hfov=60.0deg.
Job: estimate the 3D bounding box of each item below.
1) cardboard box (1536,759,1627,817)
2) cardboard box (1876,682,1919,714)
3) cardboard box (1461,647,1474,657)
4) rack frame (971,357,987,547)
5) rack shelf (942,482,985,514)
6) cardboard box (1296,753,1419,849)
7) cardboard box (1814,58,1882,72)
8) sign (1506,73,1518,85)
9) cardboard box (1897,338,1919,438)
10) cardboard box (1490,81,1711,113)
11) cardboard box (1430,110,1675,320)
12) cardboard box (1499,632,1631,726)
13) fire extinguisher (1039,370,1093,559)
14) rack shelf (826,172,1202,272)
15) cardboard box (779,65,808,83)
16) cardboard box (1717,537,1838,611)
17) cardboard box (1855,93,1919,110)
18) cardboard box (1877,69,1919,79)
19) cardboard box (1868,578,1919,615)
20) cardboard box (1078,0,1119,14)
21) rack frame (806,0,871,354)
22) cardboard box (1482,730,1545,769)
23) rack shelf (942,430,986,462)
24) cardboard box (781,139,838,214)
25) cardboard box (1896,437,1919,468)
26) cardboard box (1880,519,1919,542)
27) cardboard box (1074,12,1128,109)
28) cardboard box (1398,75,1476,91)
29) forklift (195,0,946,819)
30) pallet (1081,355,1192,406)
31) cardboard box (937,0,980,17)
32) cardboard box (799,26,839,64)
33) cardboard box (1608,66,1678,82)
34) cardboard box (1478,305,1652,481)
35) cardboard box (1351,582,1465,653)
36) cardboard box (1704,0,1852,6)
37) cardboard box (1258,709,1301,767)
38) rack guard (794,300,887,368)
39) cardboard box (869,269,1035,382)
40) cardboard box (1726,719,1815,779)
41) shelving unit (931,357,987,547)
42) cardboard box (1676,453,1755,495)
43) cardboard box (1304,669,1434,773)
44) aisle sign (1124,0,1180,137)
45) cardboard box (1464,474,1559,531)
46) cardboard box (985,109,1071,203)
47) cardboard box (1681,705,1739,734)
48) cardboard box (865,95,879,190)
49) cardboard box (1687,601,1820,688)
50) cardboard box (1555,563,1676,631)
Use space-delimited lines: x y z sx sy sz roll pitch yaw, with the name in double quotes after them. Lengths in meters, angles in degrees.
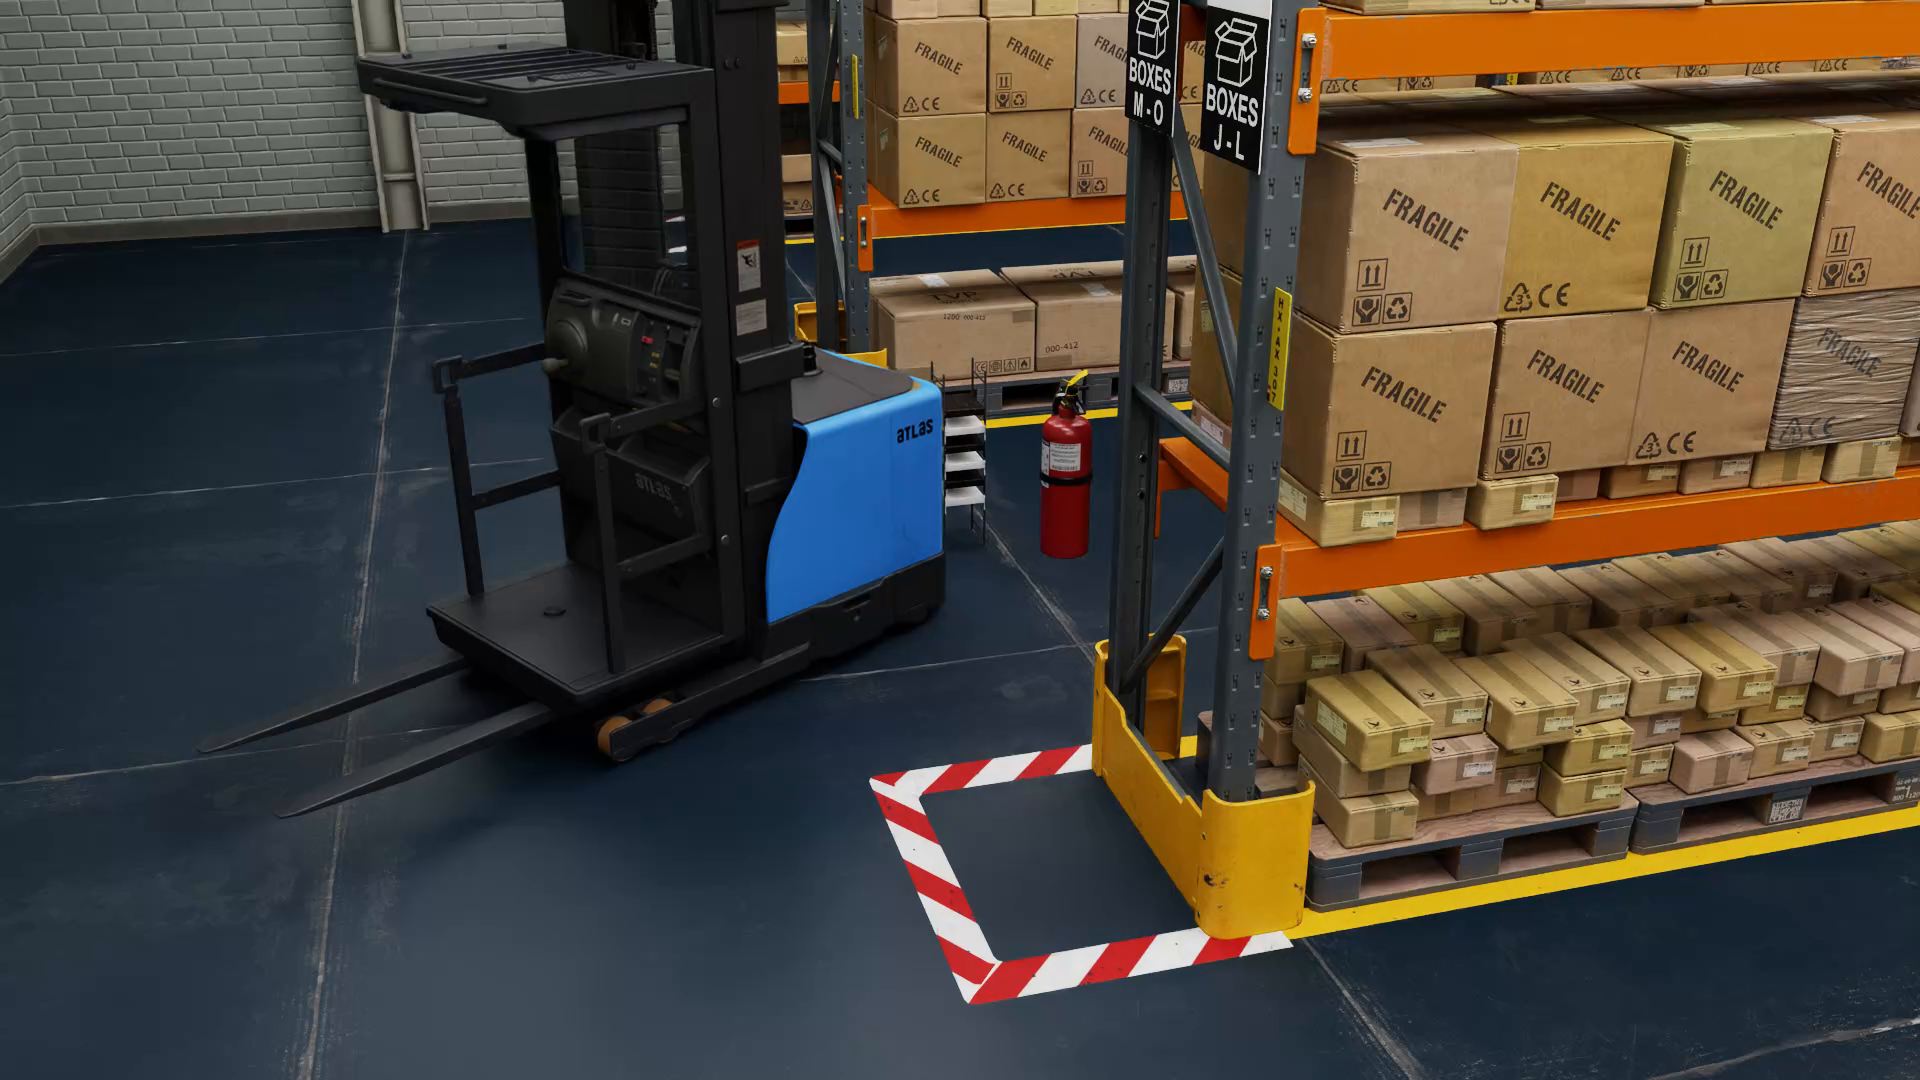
2.063 0.776 5.719 0.250 0.149 0.380 -6 24 -14 "cardboard box"
3.344 0.469 6.059 0.250 0.149 0.380 -6 24 -13 "cardboard box"
1.947 0.437 6.132 0.250 0.149 0.380 -7 24 -15 "cardboard box"
0.090 -0.424 8.096 0.006 0.900 0.240 -6 24 -14 "rack frame"
-0.008 -0.217 8.155 0.200 0.077 0.258 -6 24 -14 "rack shelf"
1.320 0.850 5.548 0.250 0.149 0.380 -6 24 -13 "cardboard box"
5.598 -3.296 10.733 0.500 0.500 0.500 -6 24 -14 "cardboard box"
3.297 -2.851 9.892 0.005 0.325 0.100 -6 24 -14 "sign"
3.211 -0.675 5.516 0.500 0.500 0.500 -6 24 -15 "cardboard box"
2.088 -1.231 5.543 0.500 0.500 0.500 -5 24 -12 "cardboard box"
1.717 -0.978 4.953 0.500 0.500 0.500 -6 24 -13 "cardboard box"
2.052 0.473 5.672 0.250 0.149 0.380 -8 24 -17 "cardboard box"
0.362 -0.274 5.656 0.183 0.674 0.296 -6 24 -14 "fire extinguisher"
1.220 -2.084 10.215 4.000 0.370 1.077 -6 24 -14 "rack shelf"
-1.427 -3.946 13.960 0.250 0.149 0.380 -6 24 -13 "cardboard box"
3.169 0.128 6.476 0.250 0.149 0.380 -6 24 -13 "cardboard box"
3.208 -1.142 5.335 0.500 0.500 0.500 -6 24 -13 "cardboard box"
3.585 -1.384 5.900 0.500 0.500 0.500 -7 24 -16 "cardboard box"
3.564 0.291 6.096 0.250 0.149 0.380 -6 24 -13 "cardboard box"
0.713 -3.060 9.359 0.250 0.149 0.380 -6 24 -14 "cardboard box"
-0.705 -2.201 9.576 0.127 3.000 1.000 -6 24 -14 "rack frame"
1.794 0.622 5.702 0.250 0.149 0.380 -6 24 -14 "cardboard box"
-0.008 -0.465 8.048 0.200 0.077 0.258 -6 24 -14 "rack shelf"
-1.435 -3.160 14.445 0.637 0.503 0.797 -7 24 -16 "cardboard box"
3.109 -0.384 5.660 0.250 0.149 0.380 -7 24 -15 "cardboard box"
3.912 0.050 6.658 0.250 0.149 0.380 -5 24 -12 "cardboard box"
0.823 -2.765 9.496 0.500 0.500 0.500 -6 24 -15 "cardboard box"
2.766 -2.978 9.991 0.500 0.500 0.500 -7 24 -15 "cardboard box"
-1.448 -0.737 6.251 1.130 2.935 3.031 21 31 40 "forklift"
1.216 -1.163 10.693 1.213 0.211 1.003 -6 24 -14 "pallet"
-0.056 -2.993 9.203 0.250 0.149 0.380 -6 24 -13 "cardboard box"
-1.055 -4.153 13.938 0.500 0.250 0.500 -6 24 -14 "cardboard box"
4.130 -3.135 10.358 0.500 0.500 0.500 -6 24 -15 "cardboard box"
1.744 -0.525 5.166 0.500 0.500 0.500 -6 24 -14 "cardboard box"
1.643 0.278 6.127 0.250 0.149 0.380 -7 24 -16 "cardboard box"
2.231 -1.707 4.811 0.500 0.250 0.500 -7 24 -16 "cardboard box"
1.180 0.649 6.016 0.250 0.149 0.380 -6 24 -13 "cardboard box"
-0.729 -1.050 10.063 0.348 0.500 1.175 -6 24 -14 "rack guard"
-0.097 -1.325 10.251 0.875 0.438 0.875 -7 24 -16 "cardboard box"
2.806 0.680 5.944 0.250 0.149 0.380 -6 24 -14 "cardboard box"
-0.008 -0.413 8.071 0.210 0.900 0.258 -6 24 -14 "shelving unit"
2.362 -0.293 5.448 0.250 0.149 0.380 -7 24 -15 "cardboard box"
1.325 0.584 5.413 0.250 0.149 0.380 -7 24 -17 "cardboard box"
0.578 -1.634 4.956 0.004 0.787 0.394 -6 24 -14 "aisle sign"
1.637 -0.179 5.181 0.250 0.149 0.380 -7 24 -16 "cardboard box"
0.314 -2.254 9.572 0.500 0.500 0.500 -7 24 -15 "cardboard box"
2.550 0.527 5.924 0.250 0.149 0.380 -5 24 -12 "cardboard box"
-0.312 -2.399 9.911 0.500 0.500 0.500 -6 24 -14 "cardboard box"
2.803 0.373 5.904 0.250 0.149 0.380 -6 24 -14 "cardboard box"
2.437 0.238 6.219 0.250 0.149 0.380 -7 24 -16 "cardboard box"
